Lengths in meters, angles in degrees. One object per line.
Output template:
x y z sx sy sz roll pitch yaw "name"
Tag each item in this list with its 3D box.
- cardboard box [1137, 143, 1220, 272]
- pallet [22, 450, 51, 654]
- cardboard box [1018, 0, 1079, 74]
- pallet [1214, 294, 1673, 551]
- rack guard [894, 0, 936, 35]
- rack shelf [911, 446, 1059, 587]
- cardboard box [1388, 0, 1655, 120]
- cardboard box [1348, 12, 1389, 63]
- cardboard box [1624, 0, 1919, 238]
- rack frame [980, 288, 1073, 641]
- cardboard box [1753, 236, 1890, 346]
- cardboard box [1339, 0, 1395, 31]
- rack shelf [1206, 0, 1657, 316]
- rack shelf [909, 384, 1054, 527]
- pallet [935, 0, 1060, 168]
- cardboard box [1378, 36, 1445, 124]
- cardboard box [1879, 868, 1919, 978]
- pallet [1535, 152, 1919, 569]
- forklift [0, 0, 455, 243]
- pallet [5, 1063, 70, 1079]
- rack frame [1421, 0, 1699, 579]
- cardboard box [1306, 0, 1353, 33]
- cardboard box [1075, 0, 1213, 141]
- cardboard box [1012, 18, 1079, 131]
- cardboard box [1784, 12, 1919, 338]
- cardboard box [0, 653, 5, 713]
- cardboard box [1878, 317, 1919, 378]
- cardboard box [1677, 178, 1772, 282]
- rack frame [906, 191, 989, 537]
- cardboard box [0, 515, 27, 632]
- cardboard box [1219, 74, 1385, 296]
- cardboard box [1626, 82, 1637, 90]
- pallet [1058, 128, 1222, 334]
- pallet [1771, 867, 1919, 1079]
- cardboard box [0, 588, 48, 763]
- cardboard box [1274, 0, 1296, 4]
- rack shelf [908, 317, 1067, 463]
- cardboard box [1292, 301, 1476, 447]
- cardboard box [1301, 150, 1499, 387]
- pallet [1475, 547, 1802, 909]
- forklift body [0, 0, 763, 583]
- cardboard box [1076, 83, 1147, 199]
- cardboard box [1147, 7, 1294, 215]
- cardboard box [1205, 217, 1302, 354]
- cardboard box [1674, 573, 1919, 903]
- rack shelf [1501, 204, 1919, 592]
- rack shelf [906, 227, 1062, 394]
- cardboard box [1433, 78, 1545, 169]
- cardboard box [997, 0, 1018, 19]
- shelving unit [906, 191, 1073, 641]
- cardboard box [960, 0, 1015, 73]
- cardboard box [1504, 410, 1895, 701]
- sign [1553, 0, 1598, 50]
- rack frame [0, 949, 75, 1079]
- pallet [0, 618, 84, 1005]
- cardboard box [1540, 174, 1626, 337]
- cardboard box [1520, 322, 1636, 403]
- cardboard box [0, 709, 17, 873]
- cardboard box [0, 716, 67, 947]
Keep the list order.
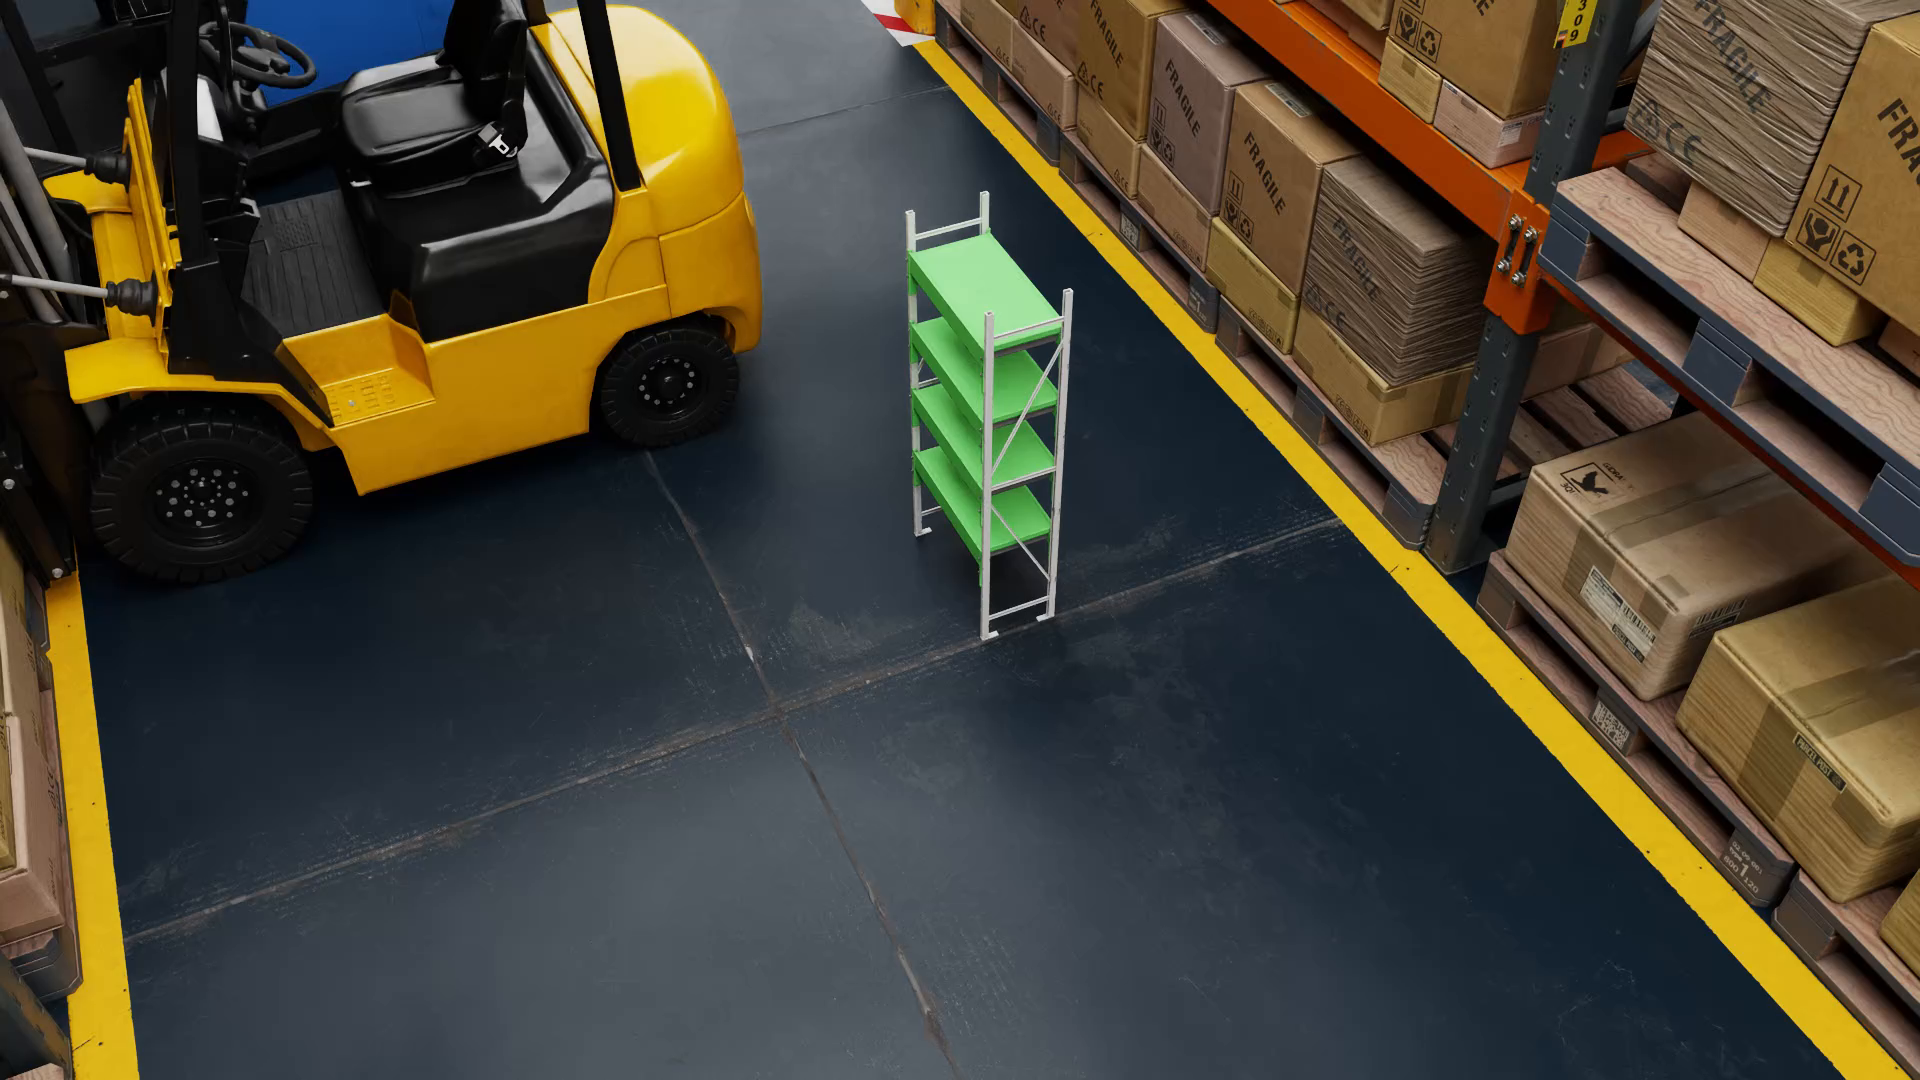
0.990 -1.266 6.056 0.500 0.250 0.500 -17 47 -17 "cardboard box"
-3.391 0.027 5.073 1.003 0.211 1.213 -18 47 -17 "pallet"
0.565 -2.181 6.449 0.500 0.500 0.500 -20 48 -19 "cardboard box"
1.610 -0.561 5.669 1.003 0.211 1.213 -18 47 -17 "pallet"
0.275 -2.747 7.678 1.175 0.500 0.348 -18 47 -17 "rack guard"
0.070 -0.105 4.935 0.258 0.148 0.480 -18 47 -17 "rack shelf"
1.512 -1.488 4.339 0.500 0.500 0.500 -19 48 -18 "cardboard box"
1.363 -1.508 4.822 0.380 0.149 0.250 -18 47 -17 "cardboard box"
1.862 -1.044 3.590 0.500 0.500 0.500 -17 47 -16 "cardboard box"
0.172 -0.166 4.564 0.240 1.200 0.015 -18 47 -17 "rack frame"
1.967 -0.589 3.591 0.380 0.149 0.250 -17 47 -17 "cardboard box"
1.290 -1.814 4.669 0.500 0.500 0.500 -17 47 -16 "cardboard box"
1.084 -2.155 5.810 1.077 0.370 4.000 -18 47 -17 "rack shelf"
0.070 -0.276 4.767 0.258 0.148 0.480 -18 47 -17 "rack shelf"
0.584 -2.116 7.245 1.003 0.211 1.213 -18 47 -17 "pallet"
1.402 -1.319 4.630 0.380 0.149 0.250 -17 47 -17 "cardboard box"
2.747 0.883 3.792 0.950 0.372 0.625 -17 47 -16 "cardboard box"
2.114 -0.538 3.796 1.003 0.211 1.213 -18 47 -17 "pallet"
-3.404 -2.589 5.787 3.031 2.935 1.130 -30 52 -27 "forklift"
-2.232 1.782 3.293 1.003 0.211 1.213 -18 47 -17 "pallet"
1.925 -1.136 4.266 1.000 3.000 0.127 -18 47 -17 "rack frame"
1.271 -1.671 4.986 0.380 0.149 0.250 -19 48 -18 "cardboard box"
0.769 -1.859 6.123 0.500 0.500 0.500 -17 47 -17 "cardboard box"
0.539 -1.933 6.732 0.500 0.250 0.500 -16 47 -16 "cardboard box"
2.073 -0.725 3.267 0.500 0.500 0.500 -18 47 -17 "cardboard box"
-2.714 0.263 4.150 0.500 0.250 0.500 -18 47 -18 "cardboard box"
2.156 -0.431 3.431 0.380 0.149 0.250 -15 47 -15 "cardboard box"
1.871 -0.751 3.755 0.380 0.149 0.250 -17 47 -17 "cardboard box"
-0.033 -0.477 4.879 0.240 1.200 0.015 -18 47 -17 "rack frame"
-2.938 0.113 4.658 0.500 0.250 0.500 -17 47 -17 "cardboard box"
1.217 -1.196 5.451 0.500 0.500 0.500 -17 47 -17 "cardboard box"
2.083 -1.343 4.654 0.380 0.149 0.250 -18 47 -18 "cardboard box"
1.093 -1.340 6.458 1.003 0.211 1.213 -18 47 -17 "pallet"
2.770 1.130 3.954 1.003 0.211 1.213 -18 47 -17 "pallet"
-2.708 0.436 4.331 0.500 0.250 0.500 -19 48 -18 "cardboard box"
1.083 -1.808 5.126 0.380 0.149 0.250 -19 48 -18 "cardboard box"
0.070 -0.447 4.598 0.258 0.148 0.480 -18 47 -17 "rack shelf"
1.432 -0.605 5.386 0.500 0.250 0.500 -16 47 -16 "cardboard box"
1.433 -0.872 5.123 0.500 0.500 0.500 -19 48 -18 "cardboard box"
2.253 0.352 4.743 1.003 0.211 1.213 -18 47 -17 "pallet"
-1.807 -1.245 4.981 2.313 2.155 1.214 -18 47 -17 "forklift body"
0.780 -1.589 6.383 0.500 0.250 0.500 -15 47 -15 "cardboard box"
1.001 -1.520 5.780 0.500 0.500 0.500 -16 47 -15 "cardboard box"
1.199 -0.941 5.727 0.500 0.250 0.500 -19 48 -18 "cardboard box"
2.453 0.440 4.240 0.950 0.372 0.625 -15 47 -15 "cardboard box"
2.766 0.394 3.227 1.077 0.370 4.000 -18 47 -17 "rack shelf"
0.070 -0.618 4.429 0.258 0.148 0.480 -18 47 -17 "rack shelf"
1.513 -1.162 4.471 0.380 0.149 0.250 -18 48 -18 "cardboard box"
0.342 -2.512 6.785 0.500 0.500 0.500 -20 48 -19 "cardboard box"
0.070 -0.322 4.722 0.258 1.200 0.503 -18 47 -17 "shelving unit"
0.331 -2.261 7.064 0.500 0.250 0.500 -18 48 -18 "cardboard box"
2.148 -0.017 4.704 0.950 0.372 0.625 -17 47 -17 "cardboard box"
1.436 -1.279 3.795 0.100 0.325 0.005 -18 47 -17 "sign"
-2.577 0.332 2.778 1.000 3.000 0.127 -18 47 -17 "rack frame"
-2.874 0.805 4.284 1.003 0.211 1.213 -18 47 -17 "pallet"
1.922 -1.030 5.283 0.500 0.500 0.500 -16 47 -16 "cardboard box"
1.922 -0.763 5.546 0.500 0.250 0.500 -20 48 -19 "cardboard box"
-2.501 0.584 3.826 0.500 0.250 0.500 -18 47 -18 "cardboard box"
-2.480 0.755 4.008 0.500 0.250 0.500 -18 47 -17 "cardboard box"
